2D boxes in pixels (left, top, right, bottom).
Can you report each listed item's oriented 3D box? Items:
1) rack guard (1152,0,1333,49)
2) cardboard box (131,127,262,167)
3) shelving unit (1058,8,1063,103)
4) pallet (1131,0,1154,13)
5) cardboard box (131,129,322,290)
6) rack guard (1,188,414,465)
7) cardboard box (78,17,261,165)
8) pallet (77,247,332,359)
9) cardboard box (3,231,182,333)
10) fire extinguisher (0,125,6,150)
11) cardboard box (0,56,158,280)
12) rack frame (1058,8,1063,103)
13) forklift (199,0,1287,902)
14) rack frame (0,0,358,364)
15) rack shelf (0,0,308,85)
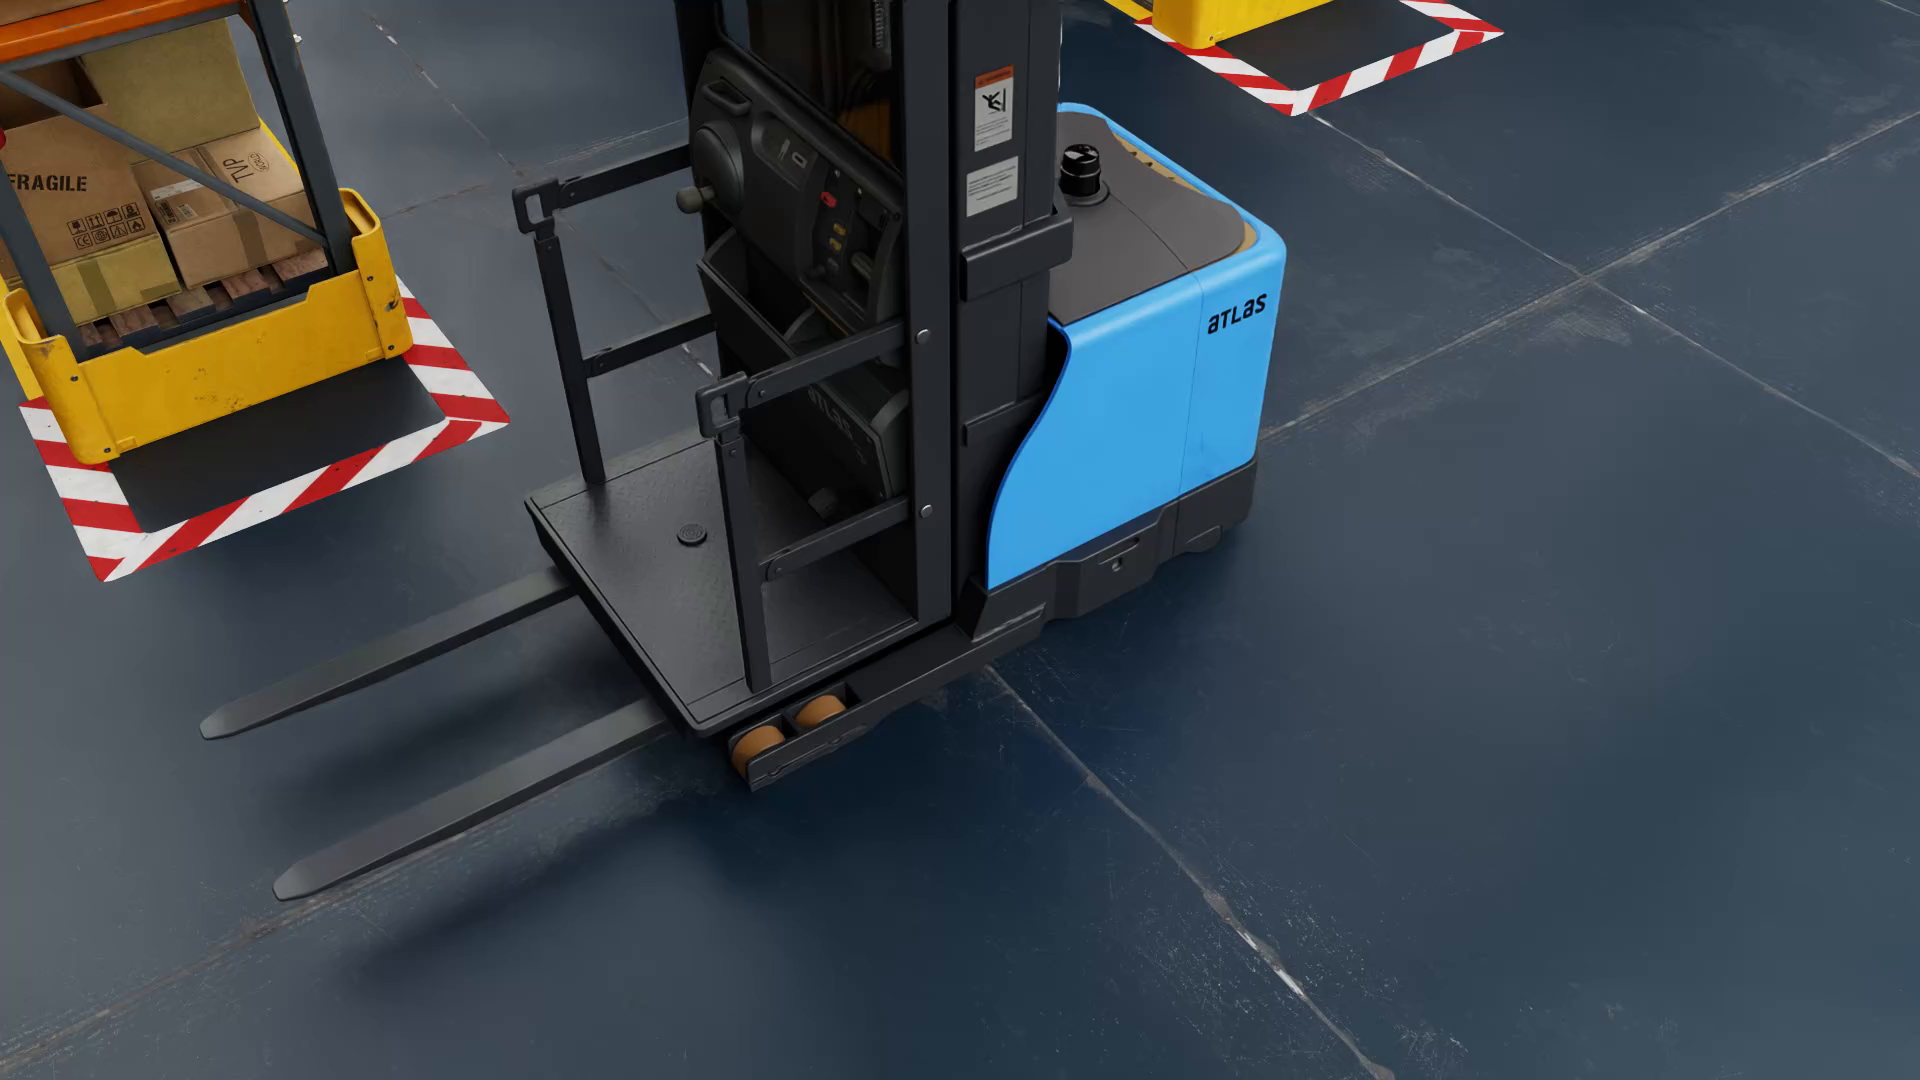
[{"bbox_3d":[1.448,-2.732,7.750,1.175,0.500,0.348,-26,49,-24],"label":"rack guard"},{"bbox_3d":[-2.948,-1.488,6.324,0.500,0.250,0.500,-26,49,-24],"label":"cardboard box"},{"bbox_3d":[0.068,-1.188,5.626,0.503,1.200,0.258,3,44,3],"label":"shelving unit"},{"bbox_3d":[0.988,-3.090,8.334,1.003,0.211,1.213,-26,49,-24],"label":"pallet"},{"bbox_3d":[-2.659,-1.207,6.029,0.500,0.250,0.500,-26,49,-24],"label":"cardboard box"},{"bbox_3d":[-2.521,-0.740,5.663,1.175,0.500,0.348,-26,49,-24],"label":"rack guard"},{"bbox_3d":[-2.947,-1.760,6.066,0.500,0.500,0.500,-26,49,-24],"label":"cardboard box"},{"bbox_3d":[-3.007,-1.066,6.213,1.003,0.211,1.213,-26,49,-24],"label":"pallet"},{"bbox_3d":[-3.084,-1.002,5.814,0.500,0.250,0.500,-26,49,-24],"label":"cardboard box"},{"bbox_3d":[-2.848,-1.379,4.578,0.296,0.674,0.183,-26,49,-24],"label":"fire extinguisher"},{"bbox_3d":[-3.086,-1.272,5.555,0.500,0.500,0.500,-26,49,-24],"label":"cardboard box"},{"bbox_3d":[0.311,-1.176,5.613,0.015,1.200,0.240,3,44,3],"label":"rack frame"},{"bbox_3d":[-0.585,-0.807,3.973,3.031,2.935,1.130,-25,49,-24],"label":"forklift"},{"bbox_3d":[-2.535,-1.658,4.814,1.000,3.000,0.127,-26,49,-24],"label":"rack frame"},{"bbox_3d":[-3.679,-2.530,6.249,1.077,0.370,4.000,-26,49,-24],"label":"rack shelf"}]
